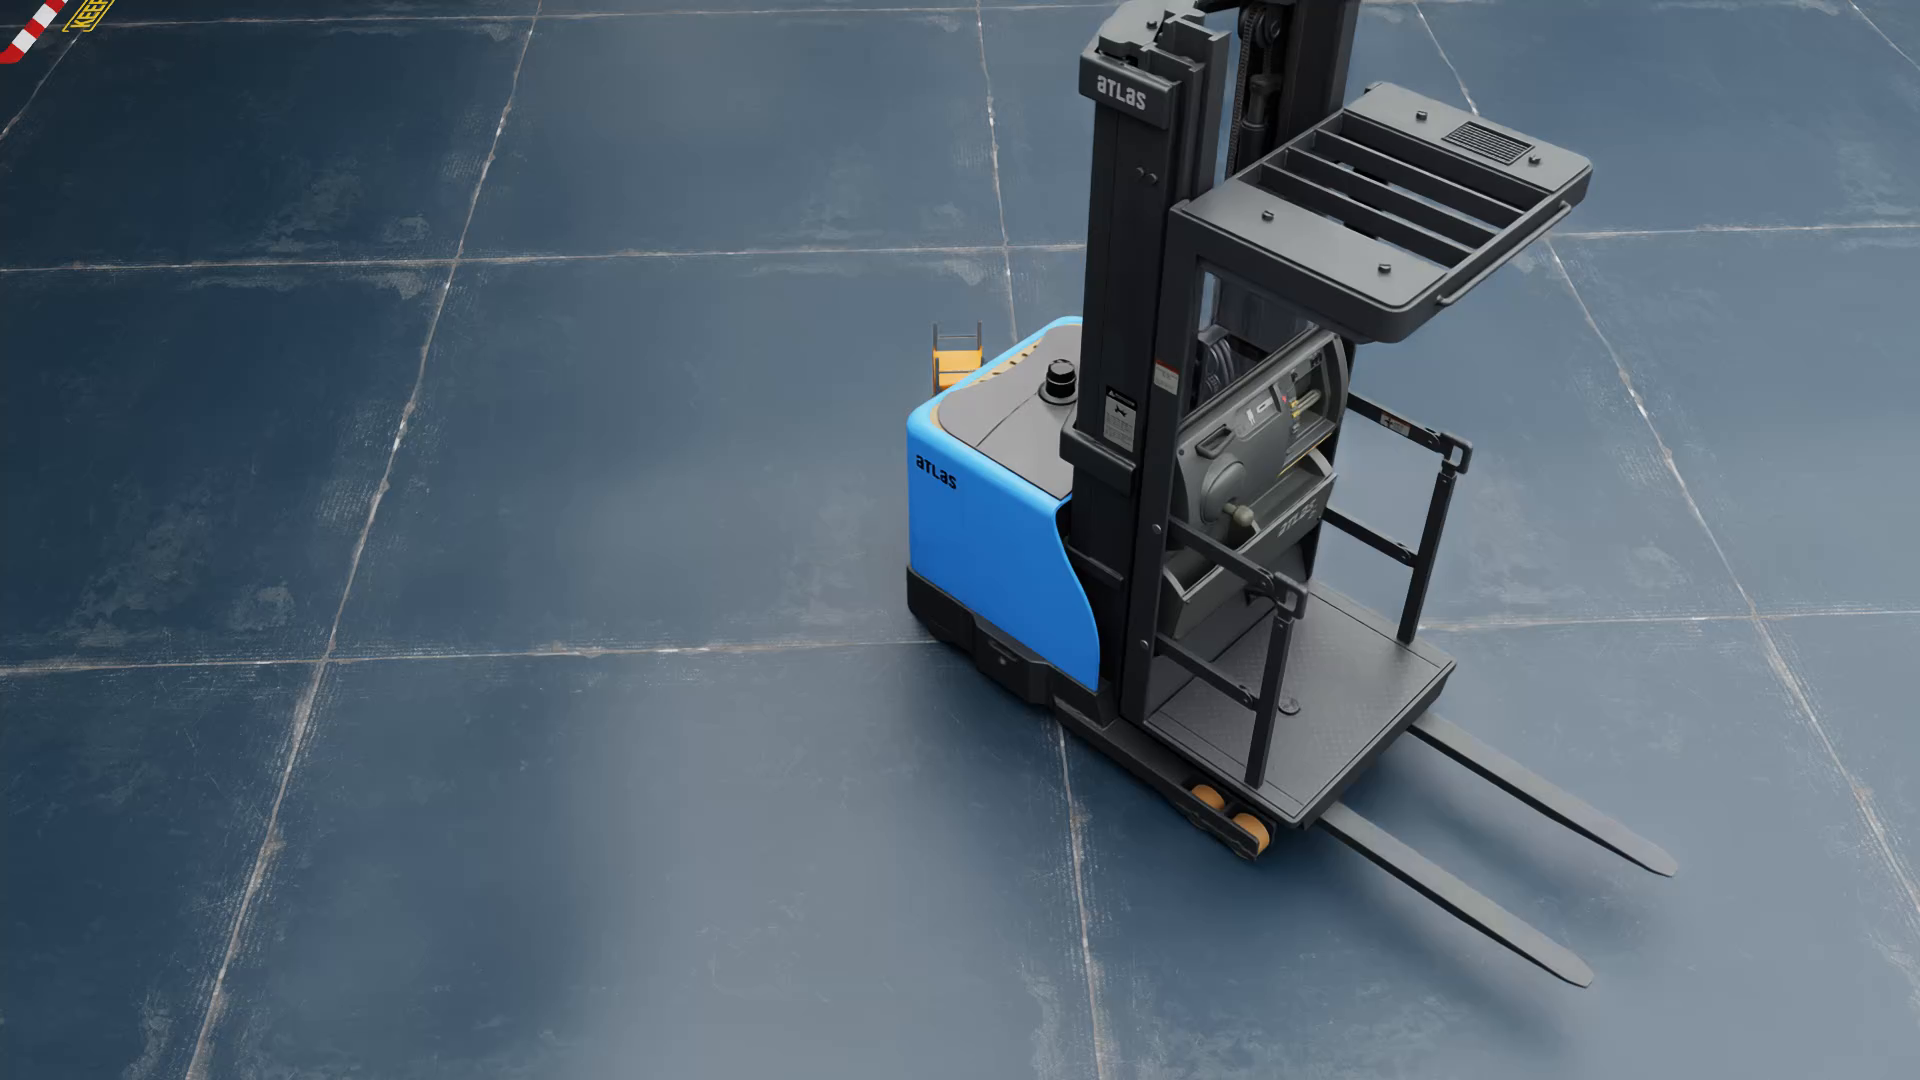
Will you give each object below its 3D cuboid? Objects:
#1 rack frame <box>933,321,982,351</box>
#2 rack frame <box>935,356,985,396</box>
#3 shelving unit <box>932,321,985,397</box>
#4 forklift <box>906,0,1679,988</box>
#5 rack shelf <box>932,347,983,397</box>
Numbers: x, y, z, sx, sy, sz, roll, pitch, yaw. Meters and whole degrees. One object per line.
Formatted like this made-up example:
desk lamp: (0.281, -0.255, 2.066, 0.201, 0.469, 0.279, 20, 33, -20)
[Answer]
rack frame: (-0.010, -0.507, 7.176, 0.200, 1.050, 0.008, -2, 43, -2)
rack frame: (0.000, -0.343, 6.996, 0.200, 1.050, 0.008, -2, 43, -2)
shelving unit: (-0.005, -0.425, 7.086, 0.215, 1.050, 0.252, -2, 43, -2)
forklift: (1.193, -0.313, 5.572, 3.031, 2.935, 1.130, 33, 52, 31)
rack shelf: (-0.005, -0.626, 6.902, 0.215, 0.259, 0.240, -2, 43, -2)
